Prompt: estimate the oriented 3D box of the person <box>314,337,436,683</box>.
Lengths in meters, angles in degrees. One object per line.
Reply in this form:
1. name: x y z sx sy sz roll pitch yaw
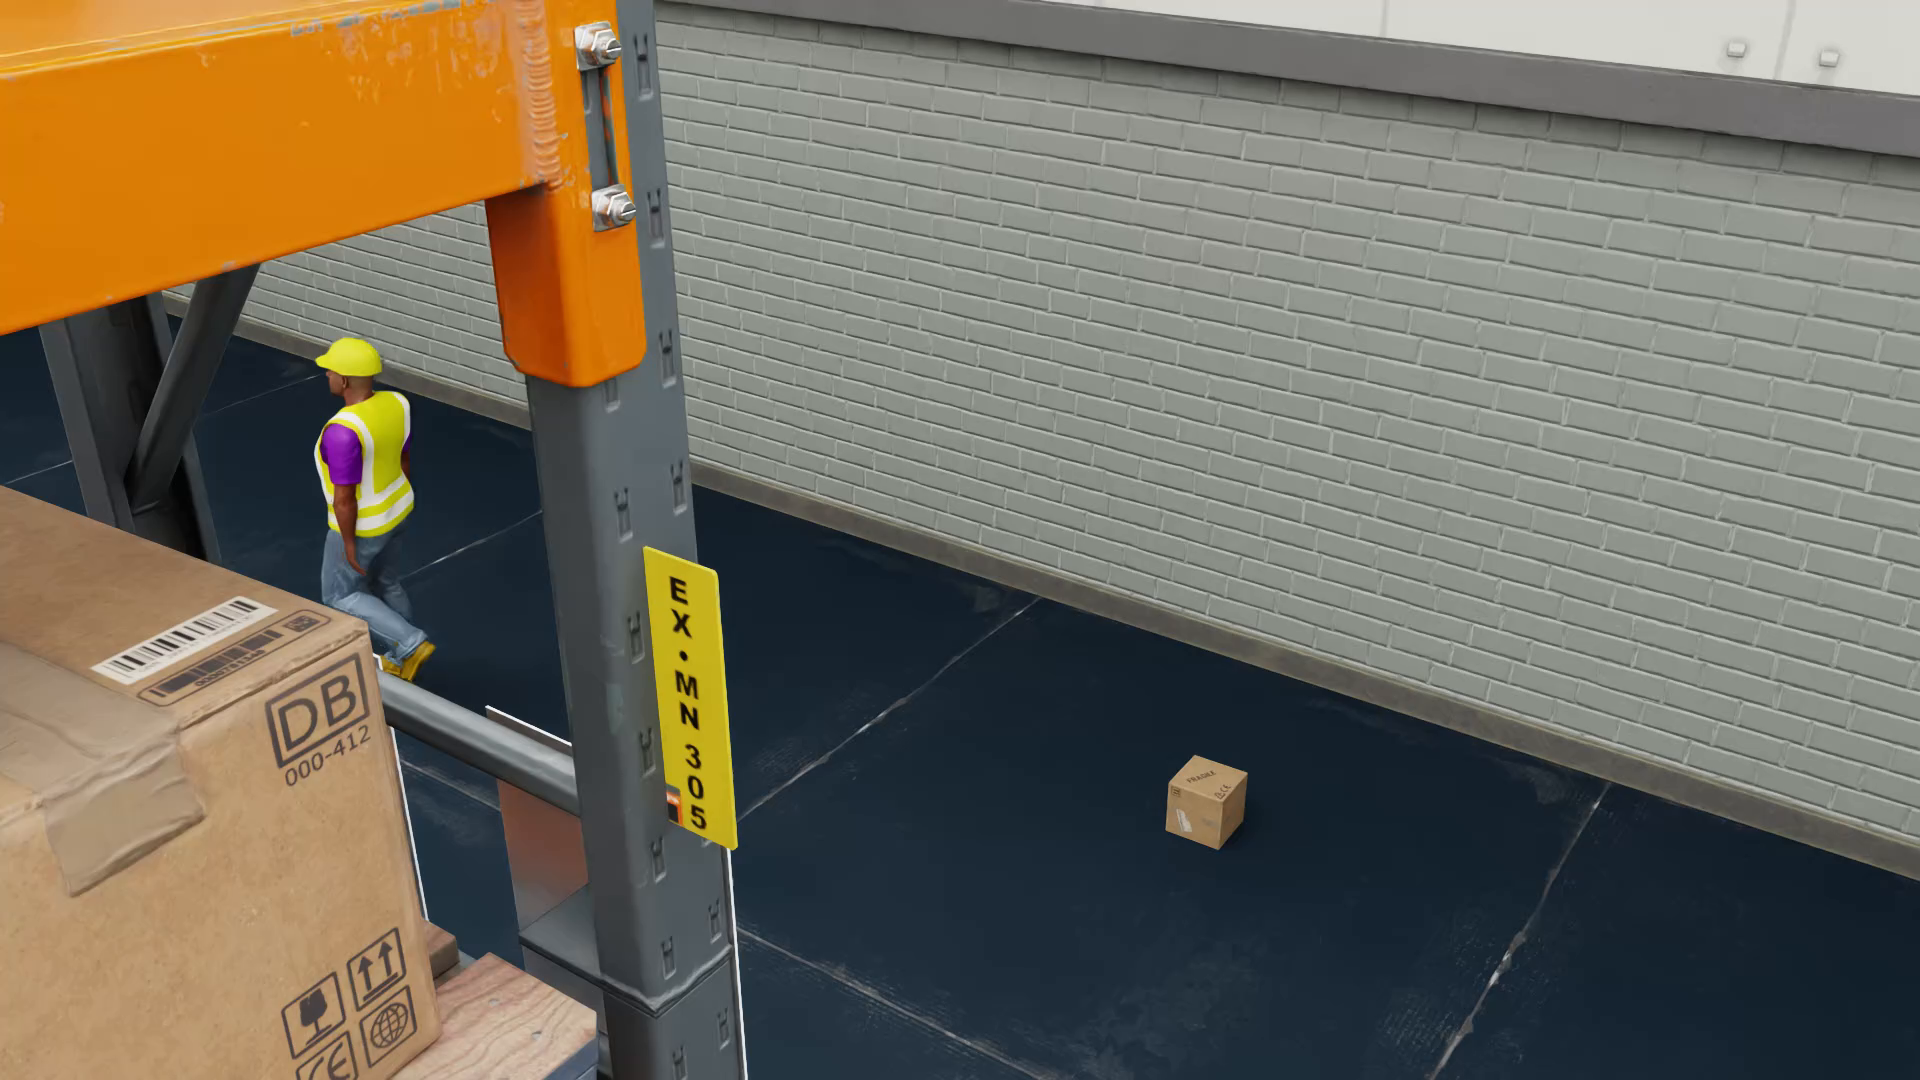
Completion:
1. person: -2.716 -0.098 7.733 0.530 1.754 0.570 7 28 14
